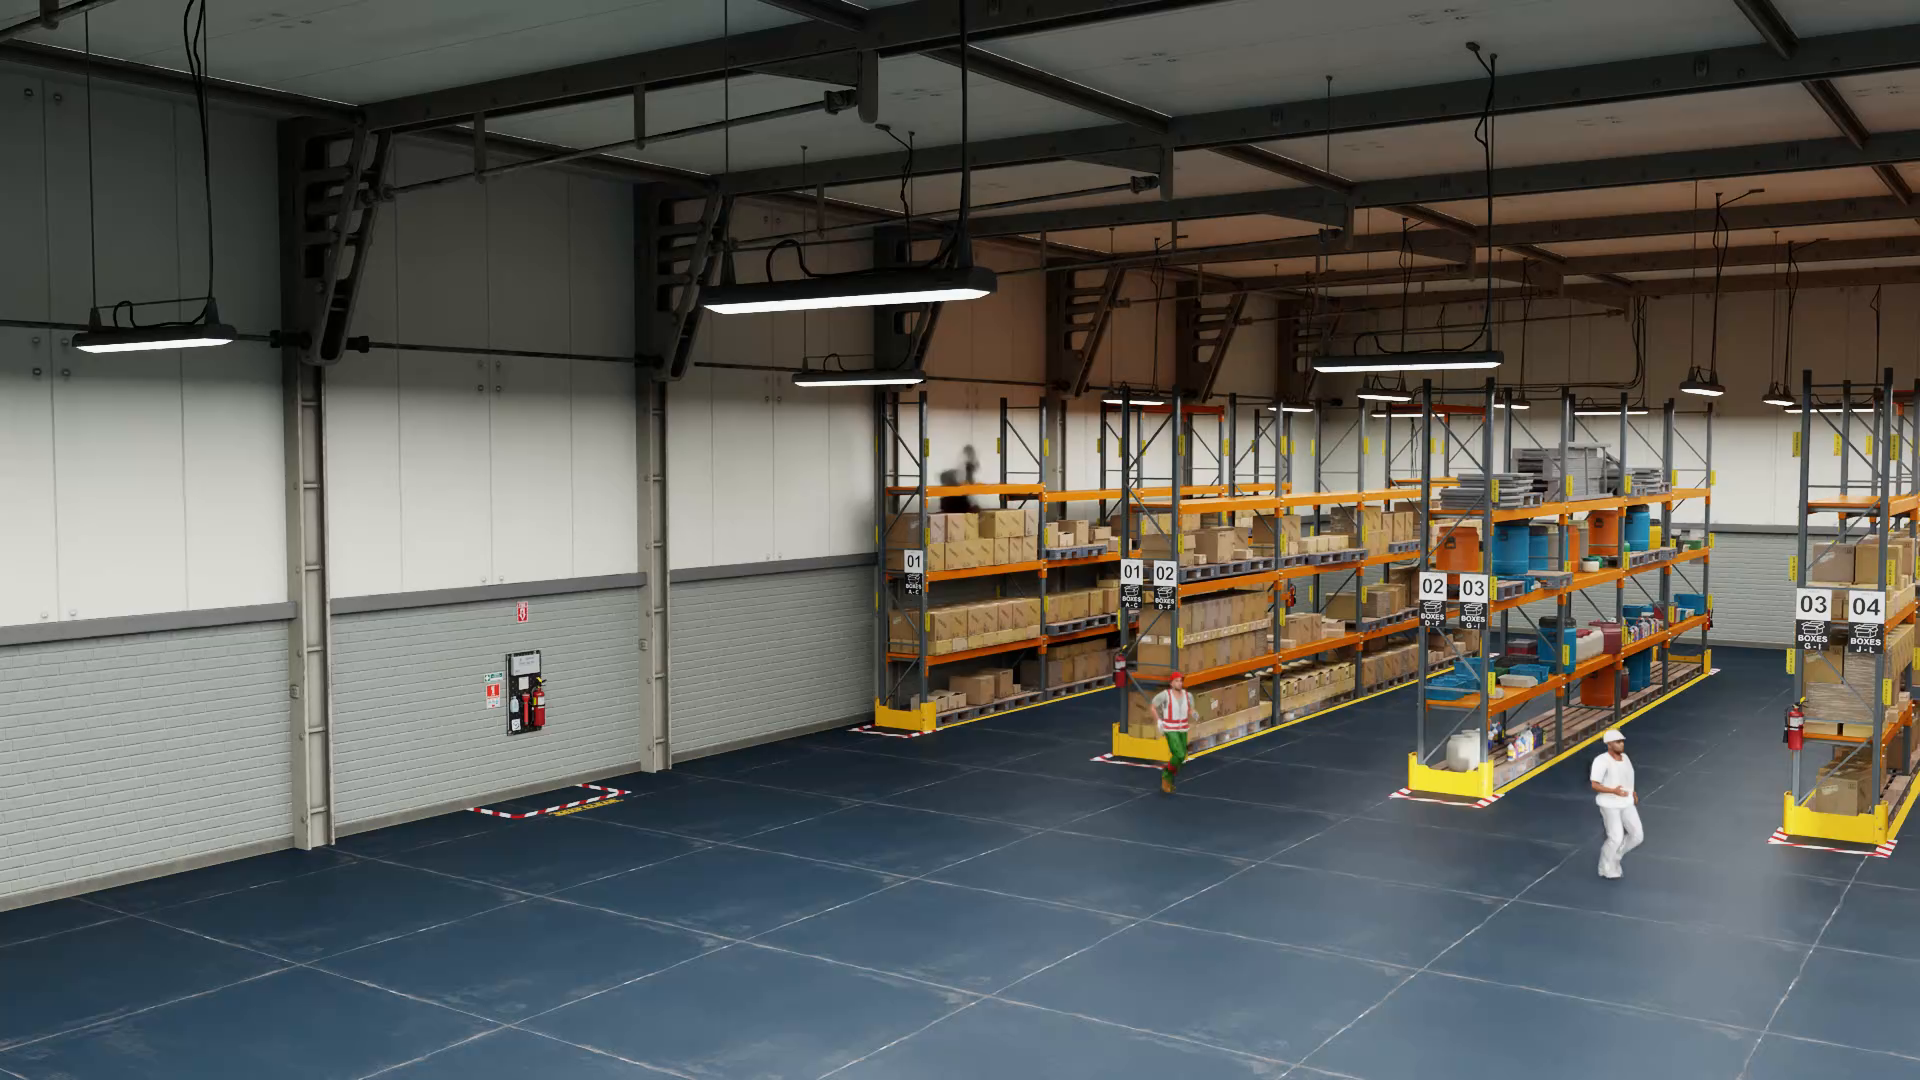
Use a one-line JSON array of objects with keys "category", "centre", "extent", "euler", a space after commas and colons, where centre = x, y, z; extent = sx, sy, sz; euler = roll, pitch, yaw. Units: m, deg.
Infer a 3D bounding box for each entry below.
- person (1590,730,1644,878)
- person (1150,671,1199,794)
[{"category": "person", "centre": [7.622, 3.058, 19.201], "extent": [0.685, 1.724, 0.600], "euler": [-1, 3, -24]}, {"category": "person", "centre": [3.152, 2.784, 24.024], "extent": [0.624, 1.774, 0.670], "euler": [-2, 4, -26]}]
